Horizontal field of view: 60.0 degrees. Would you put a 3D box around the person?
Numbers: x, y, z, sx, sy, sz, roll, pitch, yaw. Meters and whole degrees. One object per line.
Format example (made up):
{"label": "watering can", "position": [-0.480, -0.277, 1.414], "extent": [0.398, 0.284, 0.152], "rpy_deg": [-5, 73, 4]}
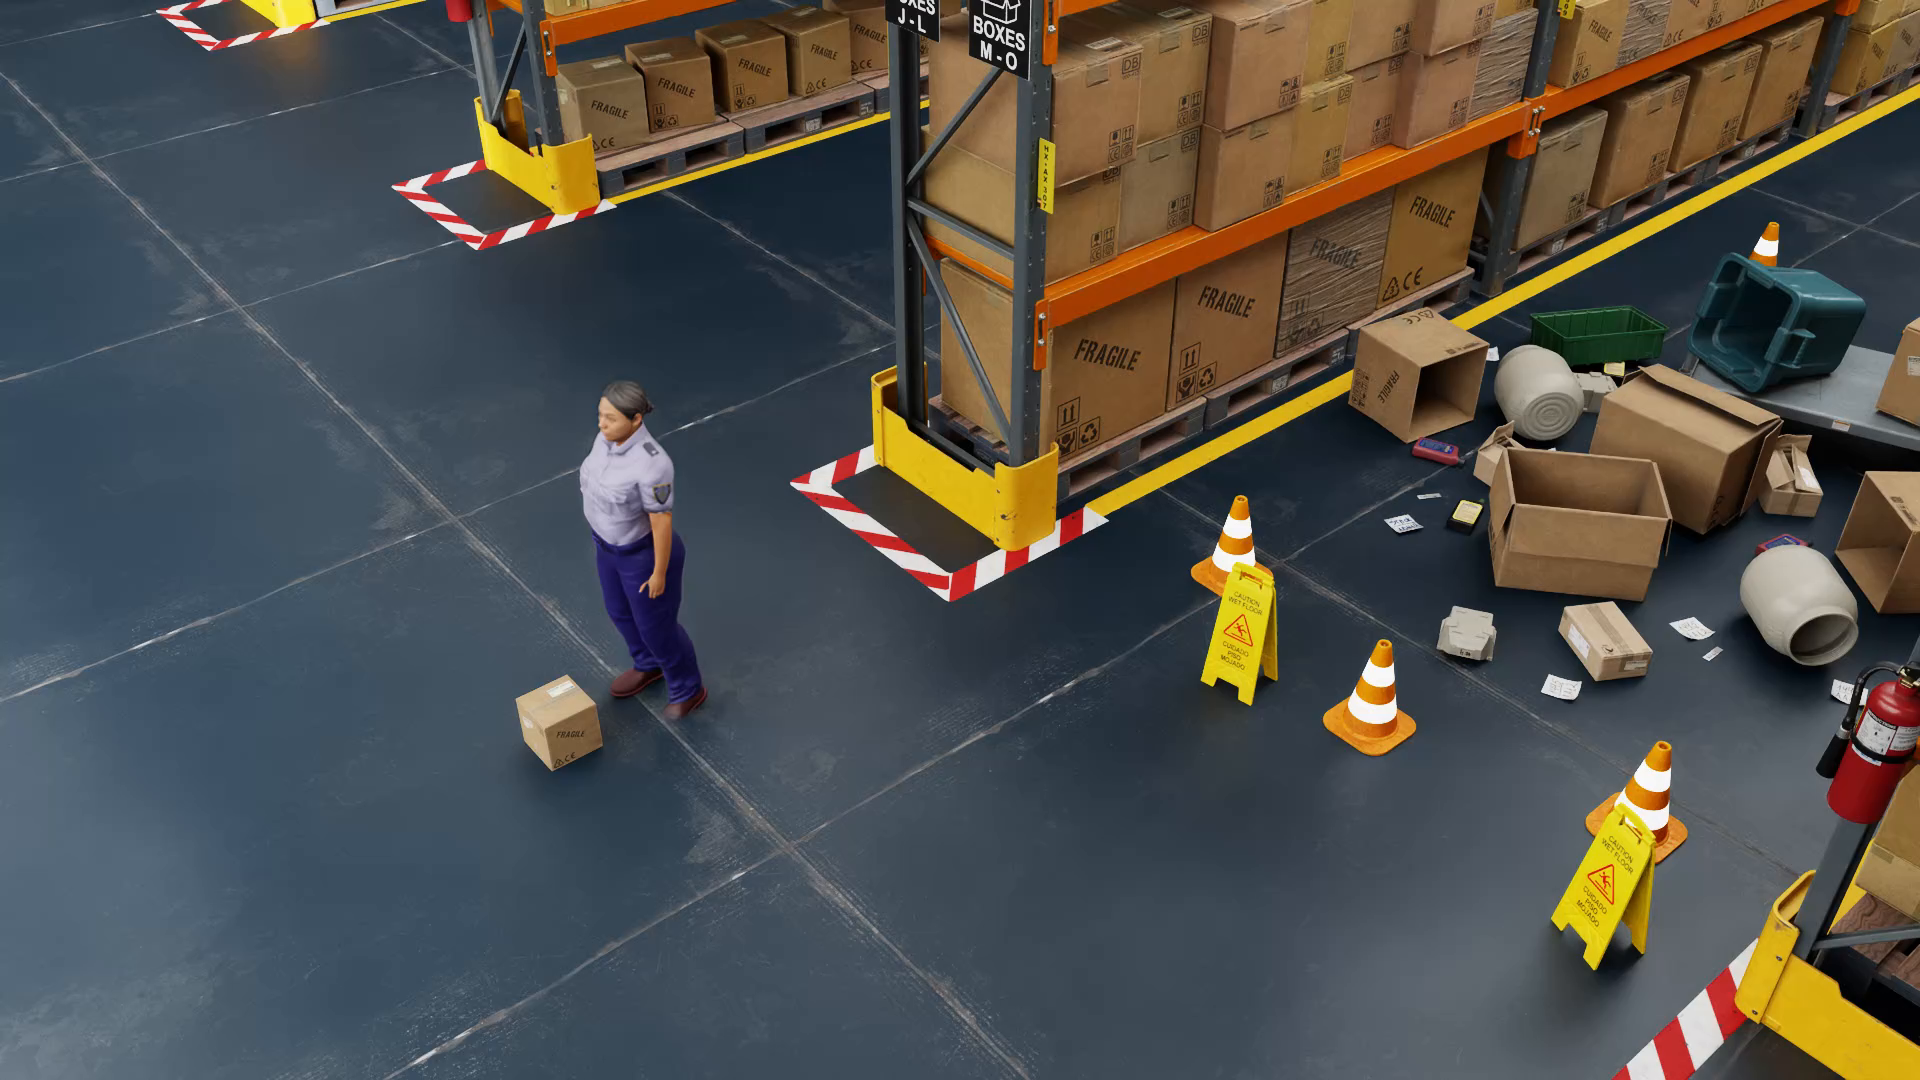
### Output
{"label": "person", "position": [-1.359, 0.071, 7.037], "extent": [0.351, 1.691, 0.462], "rpy_deg": [-25, 43, -30]}
